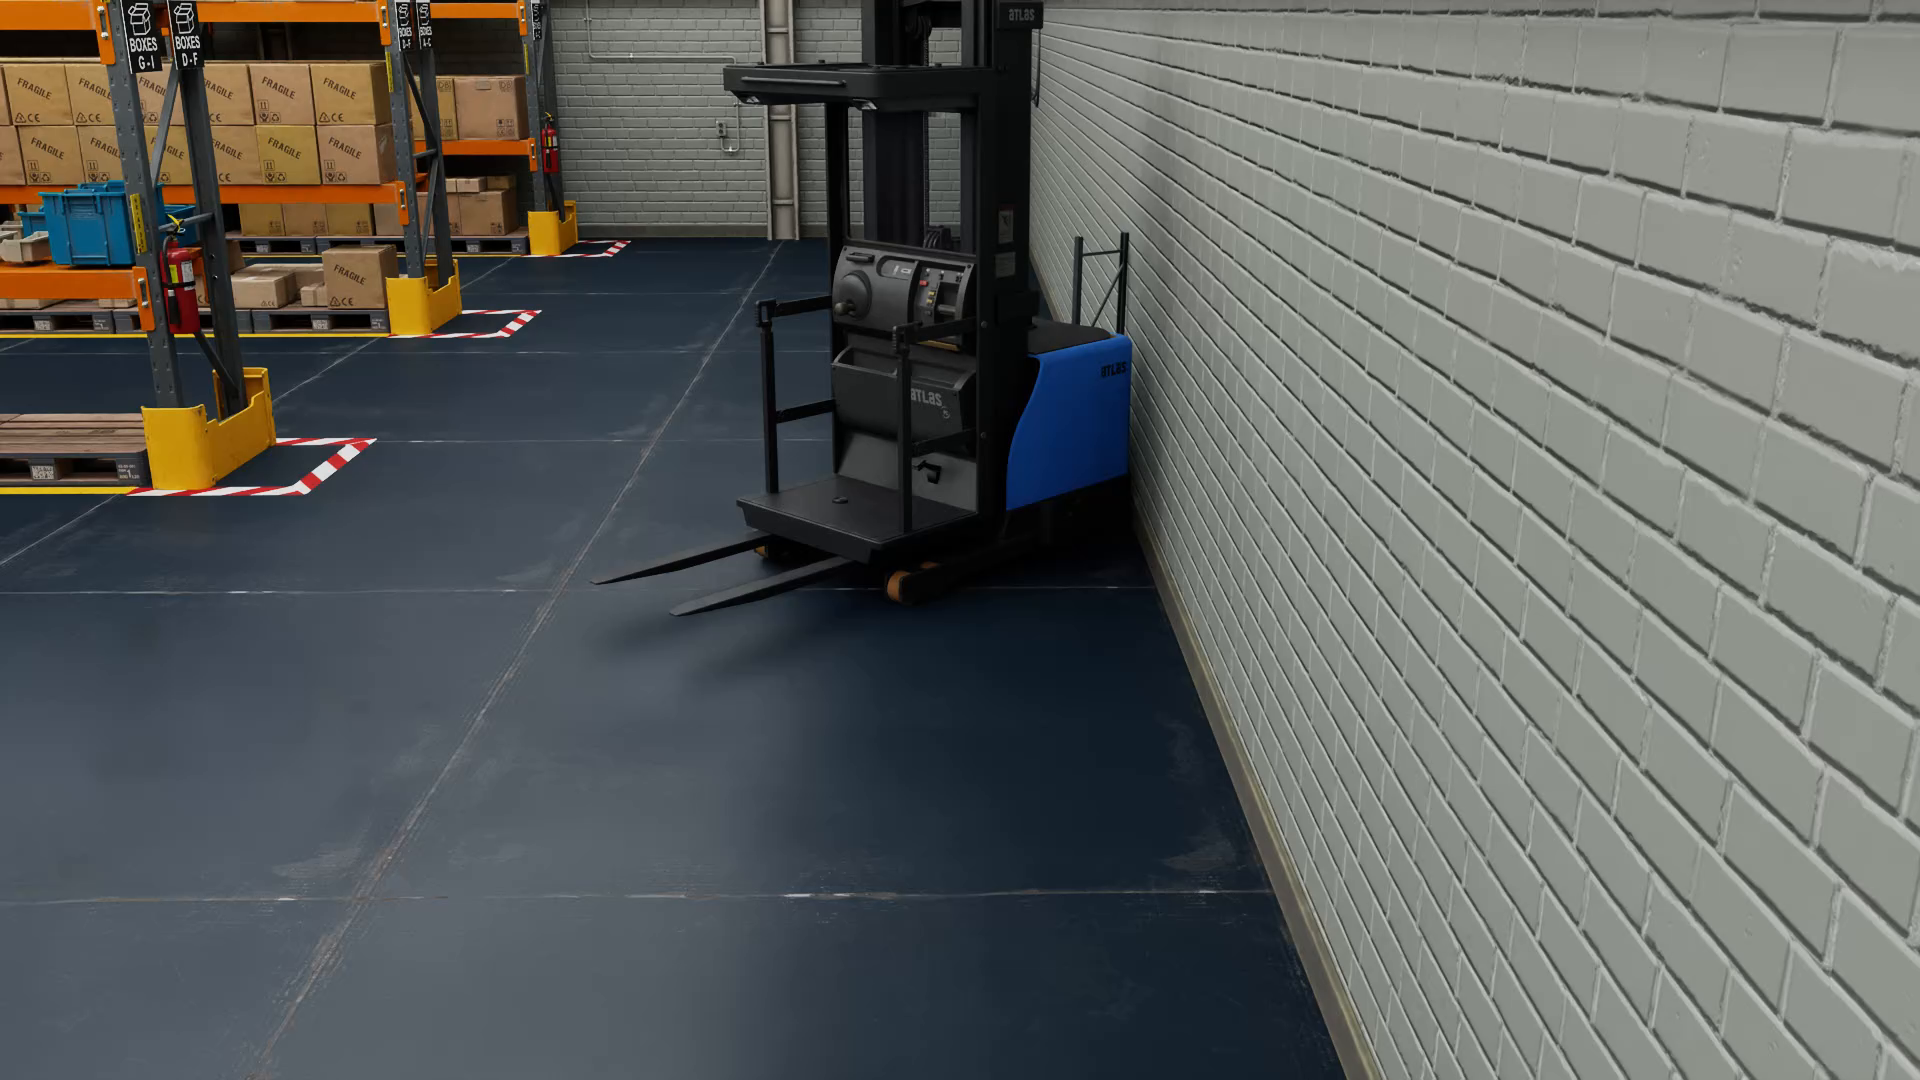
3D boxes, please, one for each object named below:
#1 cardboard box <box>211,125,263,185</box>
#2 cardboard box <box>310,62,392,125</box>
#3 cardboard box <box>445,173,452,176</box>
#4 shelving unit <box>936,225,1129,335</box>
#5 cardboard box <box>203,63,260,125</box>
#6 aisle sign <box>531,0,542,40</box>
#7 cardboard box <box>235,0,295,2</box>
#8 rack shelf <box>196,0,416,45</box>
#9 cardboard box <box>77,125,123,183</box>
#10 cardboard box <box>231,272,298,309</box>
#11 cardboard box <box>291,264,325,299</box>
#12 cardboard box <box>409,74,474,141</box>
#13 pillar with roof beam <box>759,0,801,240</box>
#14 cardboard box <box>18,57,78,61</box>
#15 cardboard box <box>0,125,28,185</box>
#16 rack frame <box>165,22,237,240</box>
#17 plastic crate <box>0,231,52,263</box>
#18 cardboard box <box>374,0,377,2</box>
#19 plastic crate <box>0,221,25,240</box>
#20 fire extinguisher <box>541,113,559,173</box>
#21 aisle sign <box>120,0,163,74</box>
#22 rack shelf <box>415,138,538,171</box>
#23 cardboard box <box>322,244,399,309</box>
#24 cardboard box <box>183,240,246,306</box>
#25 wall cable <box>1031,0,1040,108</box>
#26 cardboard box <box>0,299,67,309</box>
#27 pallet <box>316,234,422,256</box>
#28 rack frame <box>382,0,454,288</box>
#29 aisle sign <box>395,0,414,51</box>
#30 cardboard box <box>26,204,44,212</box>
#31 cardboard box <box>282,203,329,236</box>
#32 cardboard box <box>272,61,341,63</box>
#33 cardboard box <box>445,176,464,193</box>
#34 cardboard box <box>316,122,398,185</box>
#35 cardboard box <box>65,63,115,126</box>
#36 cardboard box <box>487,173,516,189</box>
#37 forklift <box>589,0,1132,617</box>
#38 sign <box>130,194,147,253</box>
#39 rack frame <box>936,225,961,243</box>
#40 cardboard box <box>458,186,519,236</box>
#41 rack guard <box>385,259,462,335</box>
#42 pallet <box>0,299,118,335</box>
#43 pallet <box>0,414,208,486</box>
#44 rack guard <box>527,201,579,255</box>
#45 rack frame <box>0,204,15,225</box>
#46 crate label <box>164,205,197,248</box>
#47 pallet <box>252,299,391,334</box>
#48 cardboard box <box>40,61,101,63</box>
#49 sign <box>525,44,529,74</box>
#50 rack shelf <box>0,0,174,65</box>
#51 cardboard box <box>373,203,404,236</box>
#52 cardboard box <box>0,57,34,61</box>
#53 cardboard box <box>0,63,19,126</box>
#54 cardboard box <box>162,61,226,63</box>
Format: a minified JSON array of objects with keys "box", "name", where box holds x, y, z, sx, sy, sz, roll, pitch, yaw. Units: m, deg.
[{"box":[-6.261,-3.373,14.487,0.500,0.500,0.500,0,18,0],"name":"cardboard box"},{"box":[-5.240,-3.852,14.345,0.500,0.500,0.500,0,18,-1],"name":"cardboard box"},{"box":[-6.215,-4.270,19.791,0.250,0.149,0.380,0,18,0],"name":"cardboard box"},{"box":[0.404,-1.108,9.981,1.048,1.500,0.538,13,19,38],"name":"shelving unit"},{"box":[-6.264,-3.846,14.325,0.500,0.500,0.500,0,18,1],"name":"cardboard box"},{"box":[-4.805,-6.074,18.816,0.004,0.787,0.394,0,18,-1],"name":"aisle sign"},{"box":[-5.809,-4.690,14.091,0.500,0.250,0.500,0,18,-1],"name":"cardboard box"},{"box":[-6.799,-4.491,14.403,4.000,0.370,1.077,0,18,-1],"name":"rack shelf"},{"box":[-7.273,-3.367,14.471,0.500,0.500,0.500,0,18,-1],"name":"cardboard box"},{"box":[-6.290,-2.242,14.906,0.500,0.250,0.500,0,18,-1],"name":"cardboard box"},{"box":[-5.848,-2.397,15.389,0.500,0.250,0.500,0,18,-1],"name":"cardboard box"},{"box":[-6.119,-5.058,19.413,0.700,0.700,0.980,0,18,-1],"name":"cardboard box"},{"box":[-2.127,-6.747,15.347,0.400,9.000,9.100,0,18,-1],"name":"pillar with roof beam"},{"box":[-10.365,-5.382,19.003,0.500,0.250,0.500,0,18,0],"name":"cardboard box"},{"box":[-8.285,-3.362,14.455,0.500,0.500,0.500,0,18,1],"name":"cardboard box"},{"box":[-8.881,-4.908,19.438,0.127,3.000,1.000,0,18,-1],"name":"rack frame"},{"box":[-5.538,-1.746,9.912,0.243,0.136,0.396,0,18,-1],"name":"plastic crate"},{"box":[-5.317,-4.847,14.581,0.500,0.250,0.500,0,18,-1],"name":"cardboard box"},{"box":[-5.977,-1.925,10.470,0.298,0.136,0.250,0,18,-1],"name":"plastic crate"},{"box":[-4.723,-4.573,19.130,0.183,0.674,0.296,0,18,-1],"name":"fire extinguisher"},{"box":[-4.648,-3.051,9.391,0.004,0.787,0.394,0,18,-1],"name":"aisle sign"},{"box":[-6.881,-4.575,19.578,4.000,0.370,1.077,0,18,-1],"name":"rack shelf"},{"box":[-5.339,-2.356,14.854,0.500,0.500,0.500,0,18,-1],"name":"cardboard box"},{"box":[-6.921,-2.427,15.069,0.637,0.503,0.797,0,18,-1],"name":"cardboard box"},{"box":[0.779,-6.224,18.801,0.112,2.526,3.097,0,18,-1],"name":"wall cable"},{"box":[-8.376,-2.261,14.865,0.500,0.311,0.500,0,18,-1],"name":"cardboard box"},{"box":[-6.897,-3.567,19.822,1.213,0.211,1.003,0,18,-1],"name":"pallet"},{"box":[-4.800,-3.415,14.782,0.127,3.000,1.000,0,18,-1],"name":"rack frame"},{"box":[-4.726,-4.559,14.094,0.004,0.787,0.394,0,18,-1],"name":"aisle sign"},{"box":[-10.418,-4.037,19.552,0.750,0.750,0.750,0,18,1],"name":"cardboard box"},{"box":[-7.629,-3.892,19.674,0.500,0.500,0.700,0,18,-1],"name":"cardboard box"},{"box":[-5.770,-4.012,14.843,0.500,0.500,0.500,0,18,0],"name":"cardboard box"},{"box":[-5.961,-4.155,19.431,0.250,0.149,0.380,0,18,1],"name":"cardboard box"},{"box":[-5.243,-3.377,14.501,0.500,0.500,0.500,0,18,1],"name":"cardboard box"},{"box":[-7.294,-3.840,14.308,0.500,0.500,0.500,-1,18,-2],"name":"cardboard box"},{"box":[-5.458,-4.274,19.803,0.250,0.149,0.380,0,18,0],"name":"cardboard box"},{"box":[-0.436,-1.257,8.167,1.130,2.935,3.031,16,24,41],"name":"forklift"},{"box":[-4.700,-1.812,9.517,0.005,0.325,0.100,0,18,-1],"name":"sign"},{"box":[0.011,-1.199,10.291,0.032,1.500,0.500,13,19,38],"name":"rack frame"},{"box":[-5.580,-3.903,19.710,0.500,0.500,0.700,0,18,-1],"name":"cardboard box"},{"box":[-4.876,-2.224,15.162,0.348,0.500,1.175,0,18,-1],"name":"rack guard"},{"box":[-8.112,-2.071,15.157,1.213,0.211,1.003,0,18,-1],"name":"pallet"},{"box":[-5.550,-0.582,10.516,1.213,0.211,1.003,0,18,-1],"name":"pallet"},{"box":[-4.857,-3.738,19.880,0.348,0.500,1.175,0,18,-1],"name":"rack guard"},{"box":[-8.799,-3.395,14.722,0.127,3.000,1.000,0,18,-1],"name":"rack frame"},{"box":[-4.977,-1.950,10.392,0.303,0.233,0.416,0,18,-1],"name":"crate label"},{"box":[-5.673,-2.082,15.194,1.213,0.211,1.003,0,18,-1],"name":"pallet"},{"box":[-7.785,-4.004,14.818,0.500,0.500,0.500,-1,18,-2],"name":"cardboard box"},{"box":[-4.887,-5.426,18.768,0.005,0.325,0.100,0,18,-1],"name":"sign"},{"box":[-6.725,-2.978,9.687,4.000,0.370,1.077,0,18,-1],"name":"rack shelf"},{"box":[-6.583,-3.898,19.694,0.500,0.500,0.700,-1,18,-3],"name":"cardboard box"},{"box":[-10.875,-5.379,18.995,0.500,0.250,0.500,-1,18,-2],"name":"cardboard box"},{"box":[-8.323,-3.836,14.293,0.500,0.500,0.500,0,18,1],"name":"cardboard box"},{"box":[-6.778,-4.008,14.832,0.500,0.500,0.500,0,18,-1],"name":"cardboard box"}]
